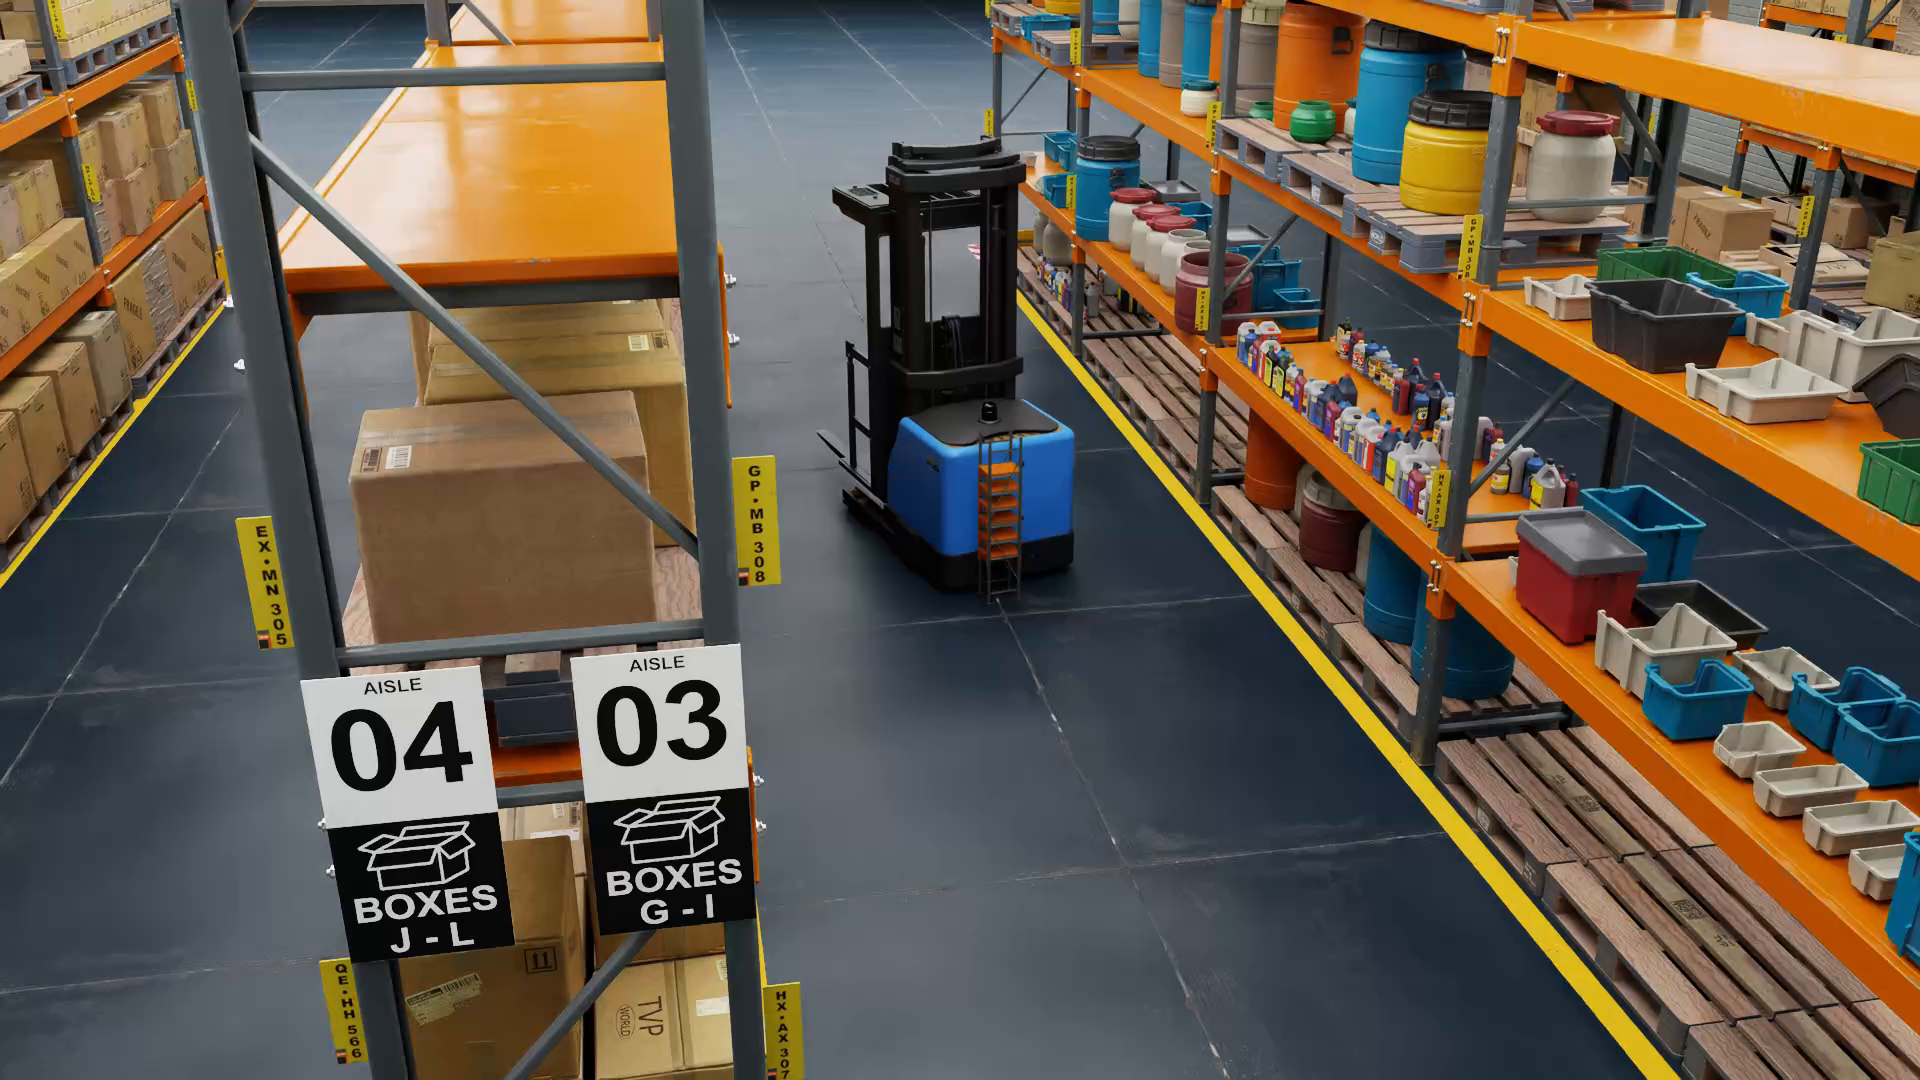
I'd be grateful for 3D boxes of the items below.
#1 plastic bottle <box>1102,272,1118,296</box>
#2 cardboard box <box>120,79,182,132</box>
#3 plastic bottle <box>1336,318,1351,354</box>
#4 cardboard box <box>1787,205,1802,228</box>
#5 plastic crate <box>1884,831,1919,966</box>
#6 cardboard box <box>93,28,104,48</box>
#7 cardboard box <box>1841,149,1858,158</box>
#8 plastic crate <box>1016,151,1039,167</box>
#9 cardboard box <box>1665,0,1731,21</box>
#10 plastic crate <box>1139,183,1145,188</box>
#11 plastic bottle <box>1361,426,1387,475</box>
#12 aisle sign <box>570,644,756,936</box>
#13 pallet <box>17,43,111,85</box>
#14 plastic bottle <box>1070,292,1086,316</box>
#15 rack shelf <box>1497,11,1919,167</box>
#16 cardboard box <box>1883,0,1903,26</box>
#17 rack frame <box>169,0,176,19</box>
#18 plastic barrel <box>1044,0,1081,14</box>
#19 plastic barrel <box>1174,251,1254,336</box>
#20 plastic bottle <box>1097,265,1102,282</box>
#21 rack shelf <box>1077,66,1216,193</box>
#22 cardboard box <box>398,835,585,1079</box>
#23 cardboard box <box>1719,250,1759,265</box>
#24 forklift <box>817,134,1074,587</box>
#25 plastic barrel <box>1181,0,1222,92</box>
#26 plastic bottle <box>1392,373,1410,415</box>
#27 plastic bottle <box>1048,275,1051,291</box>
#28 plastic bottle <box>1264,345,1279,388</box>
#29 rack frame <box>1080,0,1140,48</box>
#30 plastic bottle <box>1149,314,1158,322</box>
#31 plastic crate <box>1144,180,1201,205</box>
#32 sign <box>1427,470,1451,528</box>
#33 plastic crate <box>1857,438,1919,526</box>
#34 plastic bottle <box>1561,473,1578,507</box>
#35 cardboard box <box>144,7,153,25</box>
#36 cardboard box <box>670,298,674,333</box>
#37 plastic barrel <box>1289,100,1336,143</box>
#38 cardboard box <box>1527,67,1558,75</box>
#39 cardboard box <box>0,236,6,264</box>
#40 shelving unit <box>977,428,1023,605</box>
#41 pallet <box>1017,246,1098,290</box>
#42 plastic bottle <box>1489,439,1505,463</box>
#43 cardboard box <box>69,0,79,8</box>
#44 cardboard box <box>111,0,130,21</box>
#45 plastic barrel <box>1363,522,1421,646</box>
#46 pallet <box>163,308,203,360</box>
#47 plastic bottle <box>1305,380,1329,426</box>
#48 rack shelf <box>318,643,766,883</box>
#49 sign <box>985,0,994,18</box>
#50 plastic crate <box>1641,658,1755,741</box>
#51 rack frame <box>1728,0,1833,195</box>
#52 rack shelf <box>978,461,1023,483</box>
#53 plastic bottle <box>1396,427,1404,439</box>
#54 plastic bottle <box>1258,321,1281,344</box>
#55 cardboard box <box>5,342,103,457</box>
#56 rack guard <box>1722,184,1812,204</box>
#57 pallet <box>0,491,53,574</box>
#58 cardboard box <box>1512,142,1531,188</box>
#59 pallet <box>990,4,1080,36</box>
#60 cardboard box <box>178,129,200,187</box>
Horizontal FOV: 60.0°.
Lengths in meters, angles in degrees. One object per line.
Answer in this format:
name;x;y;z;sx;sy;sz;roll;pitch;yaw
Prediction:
plastic bottle;1.629;-2.801;18.011;0.152;0.276;0.135;-4;24;-10
cardboard box;-8.845;-4.573;17.678;0.875;0.550;0.550;-4;24;-10
plastic bottle;2.859;-1.524;12.380;0.061;0.283;0.133;-4;24;-10
cardboard box;10.766;-4.052;20.831;0.500;0.311;0.500;-2;24;-5
plastic crate;3.598;1.280;5.695;0.616;0.435;0.499;-4;24;-10
cardboard box;-8.010;-4.549;15.078;0.380;0.149;0.250;-5;24;-11
cardboard box;10.689;-4.707;19.685;0.500;0.250;0.500;-4;24;-9
plastic crate;0.735;-4.355;19.046;0.298;0.136;0.250;-4;24;-10
cardboard box;6.697;-5.018;15.212;0.500;0.500;0.500;-2;24;-5
plastic crate;1.653;-3.465;16.757;0.767;0.338;0.504;-4;24;-10
plastic bottle;2.553;-0.548;10.155;0.152;0.276;0.135;-4;24;-10
aisle sign;-0.716;0.623;4.071;0.394;0.787;0.004;-4;24;-10
pallet;-8.277;-4.241;14.819;1.003;0.211;1.213;-4;24;-10
plastic bottle;1.223;-2.498;17.225;0.144;0.351;0.185;-5;24;-11
rack shelf;3.474;-1.581;6.269;1.077;0.370;4.000;-4;24;-10
cardboard box;10.804;-6.037;18.669;0.500;0.500;0.500;-5;24;-12
rack frame;-8.875;-6.907;17.064;1.000;3.000;0.127;-4;24;-10
plastic barrel;1.221;-6.066;18.127;0.600;0.588;0.600;0;24;0
plastic barrel;1.981;-1.928;12.988;0.600;0.536;0.708;-4;24;-10
plastic bottle;1.571;-3.010;18.480;0.061;0.283;0.133;-4;24;-10
rack shelf;1.995;-3.537;13.994;1.077;0.370;4.000;-4;24;-10
cardboard box;-1.372;1.225;4.820;0.500;0.500;0.500;-4;24;-9
cardboard box;6.942;-2.453;14.674;0.380;0.149;0.250;-3;24;-6
forklift;-0.266;-1.572;12.429;1.130;2.935;3.031;-11;26;-23
plastic barrel;2.174;-4.184;13.952;0.600;0.901;0.708;-4;24;-10
plastic bottle;2.962;-0.991;11.160;0.061;0.283;0.133;-4;24;-10
plastic bottle;1.014;-2.822;18.152;0.097;0.201;0.097;0;24;0
plastic bottle;2.192;-1.220;11.683;0.061;0.283;0.133;-4;24;-10
rack frame;1.625;-6.028;15.051;1.000;3.000;0.127;-4;24;-10
plastic bottle;1.997;-2.388;17.071;0.097;0.271;0.097;0;24;0
plastic crate;2.015;-3.140;15.855;0.402;0.464;0.583;-4;24;-10
sign;2.563;-0.219;8.900;0.100;0.325;0.005;-4;24;-10
plastic crate;3.381;-0.203;5.726;0.450;0.188;0.336;-4;24;-10
plastic bottle;3.456;-0.254;9.473;0.061;0.283;0.133;-4;24;-10
cardboard box;-8.341;-5.250;16.683;0.380;0.149;0.250;-4;24;-9
cardboard box;-1.560;-1.121;6.788;0.700;0.500;0.500;-6;24;-13
plastic barrel;2.335;-2.767;11.003;0.294;0.245;0.294;0;24;0
cardboard box;6.219;-4.854;18.112;0.700;0.500;0.500;-4;24;-10
cardboard box;-7.756;-2.294;12.623;0.700;0.500;0.500;-5;24;-10
shelving unit;0.272;-0.154;11.346;0.258;1.200;0.189;-8;25;-18
pallet;1.090;-3.228;19.619;1.003;0.211;1.213;-4;24;-10
plastic bottle;3.295;-0.519;10.182;0.097;0.201;0.097;0;24;0
cardboard box;-7.917;-4.717;14.464;0.380;0.149;0.250;-5;24;-10
cardboard box;-8.234;-5.074;15.781;0.500;0.250;0.500;-4;24;-9
plastic barrel;2.889;0.144;10.513;0.600;0.901;0.708;-4;24;-10
pallet;-8.428;-2.093;17.020;1.003;0.211;1.213;-4;24;-10
plastic bottle;2.383;-0.909;10.980;0.152;0.276;0.135;-4;24;-10
rack shelf;-1.394;-0.024;5.950;1.077;0.370;4.000;-4;24;-10
sign;0.344;-6.192;19.163;0.100;0.325;0.005;-4;24;-10
plastic crate;3.212;0.702;7.272;0.416;0.233;0.300;-4;24;-10
rack frame;10.621;-5.585;21.533;1.000;3.000;0.127;-4;24;-10
rack shelf;0.272;-0.443;11.219;0.258;0.103;0.180;-8;25;-18
plastic bottle;2.672;-0.563;10.194;0.097;0.271;0.097;0;24;0
plastic bottle;2.276;-1.466;12.255;0.152;0.276;0.135;-4;24;-10
cardboard box;-7.758;-1.129;13.616;1.050;0.750;0.750;-4;24;-10
rack guard;10.636;-4.410;21.965;1.175;0.500;0.348;-4;24;-10
pallet;-7.468;-0.049;12.341;1.003;0.211;1.213;-4;24;-10
cardboard box;6.301;-4.071;17.940;0.700;0.500;0.500;-5;24;-10
pallet;0.942;-5.807;18.530;1.003;0.211;1.213;-4;24;-10
cardboard box;-8.762;-4.084;17.909;0.875;0.550;0.550;-4;24;-10
